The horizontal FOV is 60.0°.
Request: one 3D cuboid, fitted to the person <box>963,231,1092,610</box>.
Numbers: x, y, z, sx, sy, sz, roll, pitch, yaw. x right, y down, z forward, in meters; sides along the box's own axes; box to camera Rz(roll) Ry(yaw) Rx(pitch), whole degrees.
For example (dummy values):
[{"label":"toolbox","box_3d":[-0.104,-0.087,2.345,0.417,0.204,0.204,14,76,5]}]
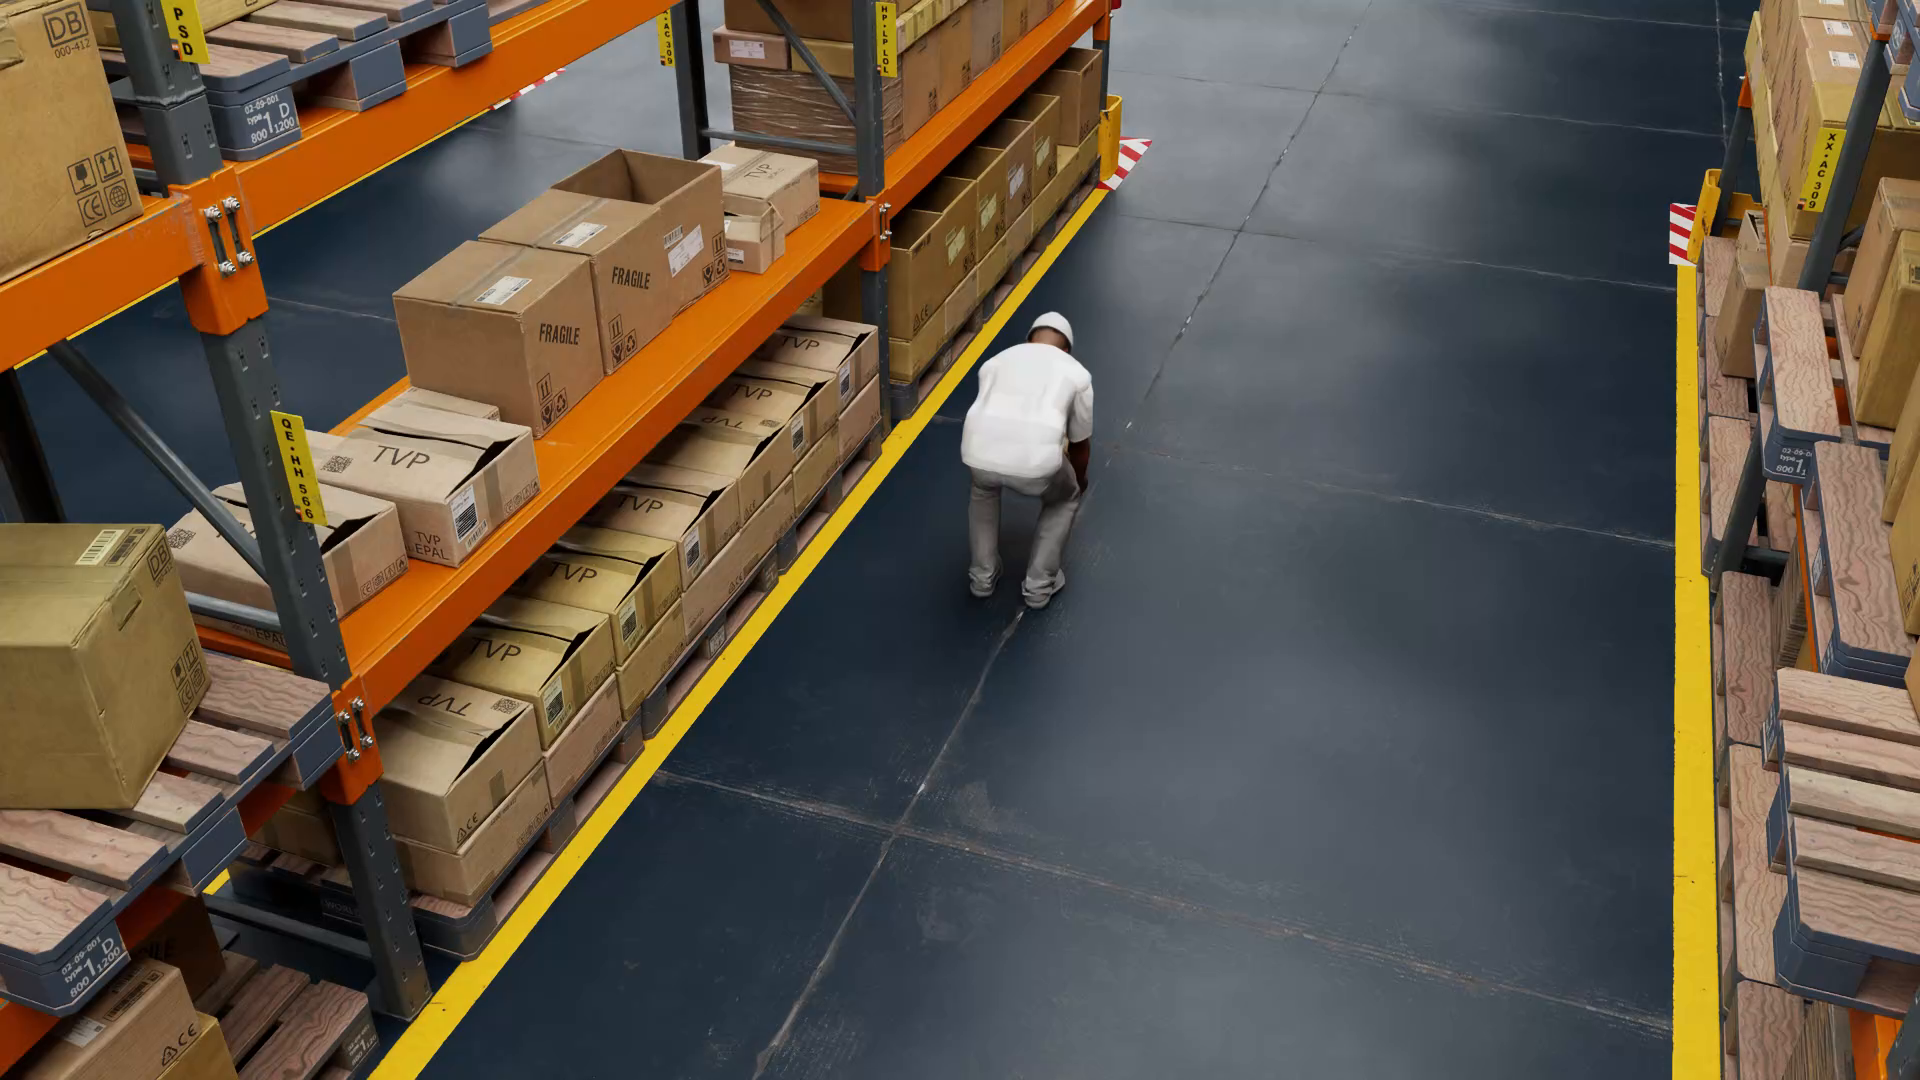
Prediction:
[{"label":"person","box_3d":[0.290,-0.508,7.143,0.488,1.497,0.832,10,34,15]}]
